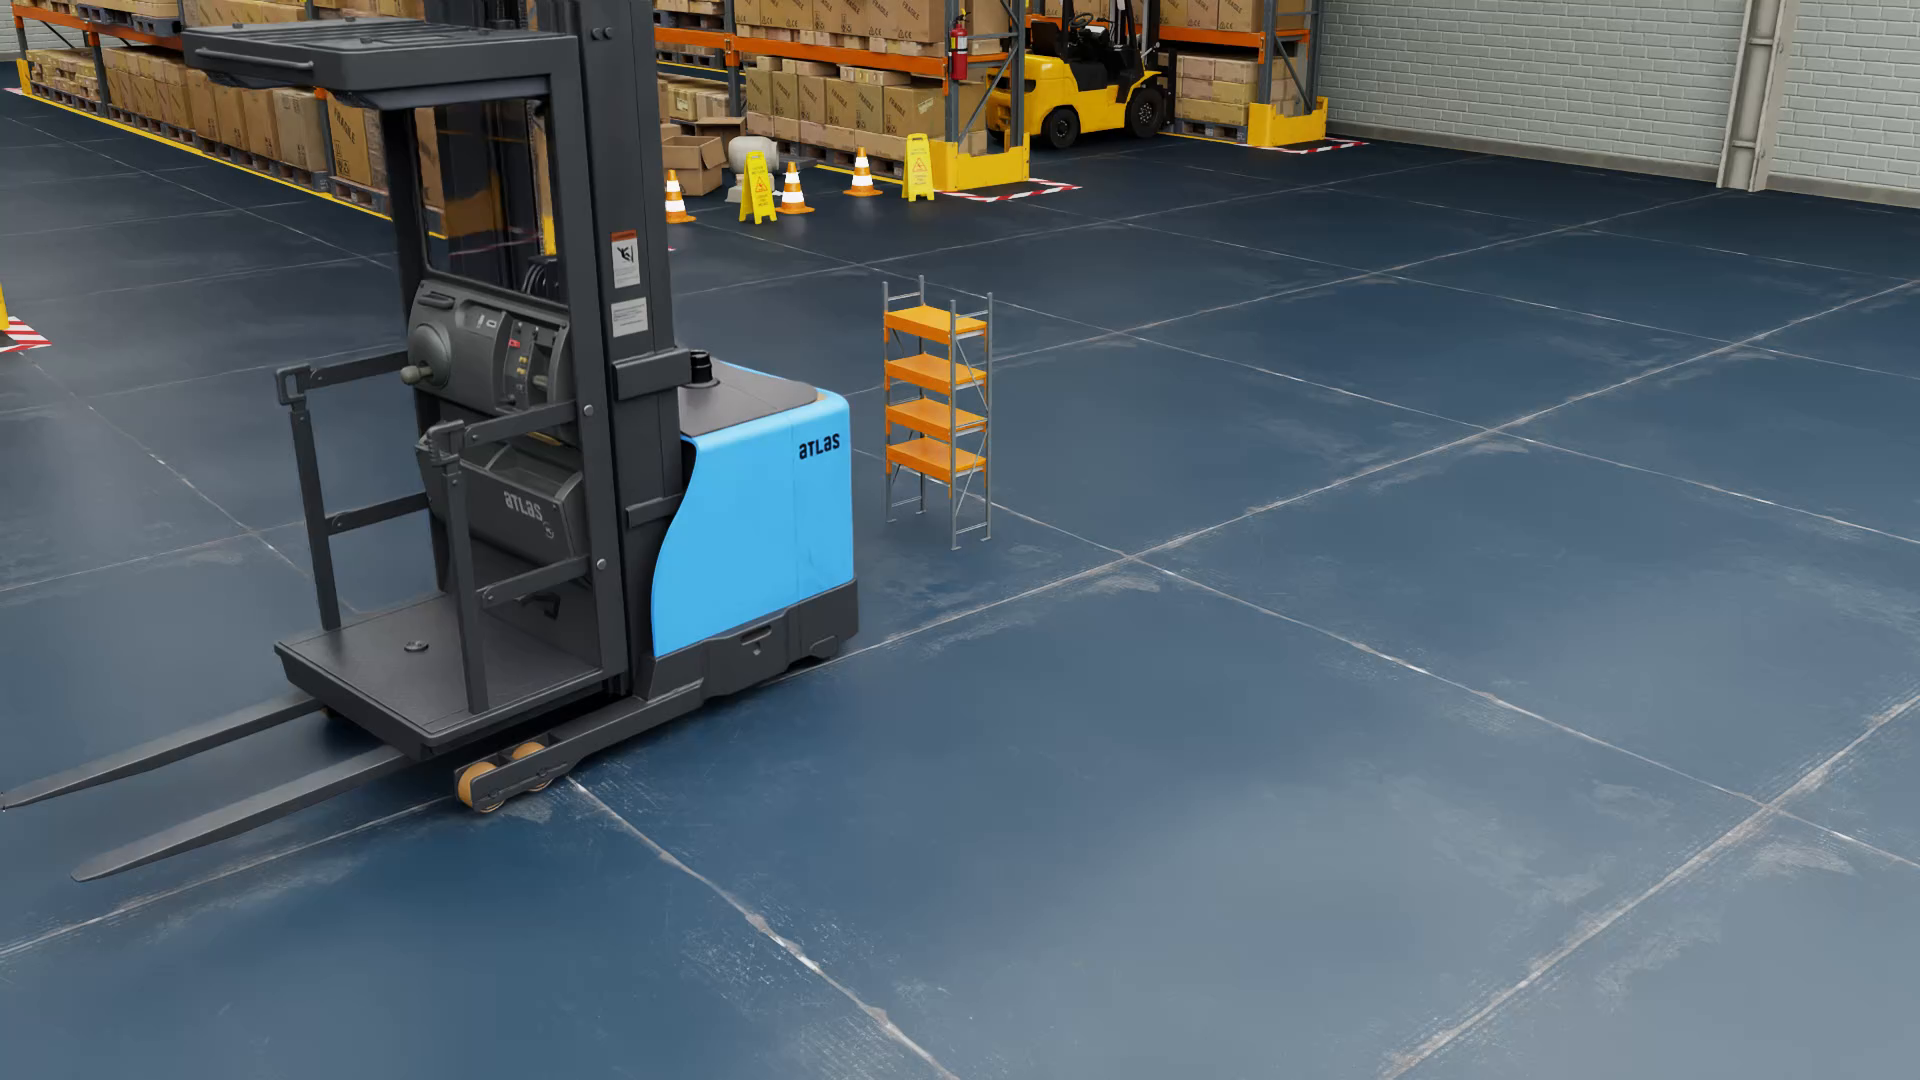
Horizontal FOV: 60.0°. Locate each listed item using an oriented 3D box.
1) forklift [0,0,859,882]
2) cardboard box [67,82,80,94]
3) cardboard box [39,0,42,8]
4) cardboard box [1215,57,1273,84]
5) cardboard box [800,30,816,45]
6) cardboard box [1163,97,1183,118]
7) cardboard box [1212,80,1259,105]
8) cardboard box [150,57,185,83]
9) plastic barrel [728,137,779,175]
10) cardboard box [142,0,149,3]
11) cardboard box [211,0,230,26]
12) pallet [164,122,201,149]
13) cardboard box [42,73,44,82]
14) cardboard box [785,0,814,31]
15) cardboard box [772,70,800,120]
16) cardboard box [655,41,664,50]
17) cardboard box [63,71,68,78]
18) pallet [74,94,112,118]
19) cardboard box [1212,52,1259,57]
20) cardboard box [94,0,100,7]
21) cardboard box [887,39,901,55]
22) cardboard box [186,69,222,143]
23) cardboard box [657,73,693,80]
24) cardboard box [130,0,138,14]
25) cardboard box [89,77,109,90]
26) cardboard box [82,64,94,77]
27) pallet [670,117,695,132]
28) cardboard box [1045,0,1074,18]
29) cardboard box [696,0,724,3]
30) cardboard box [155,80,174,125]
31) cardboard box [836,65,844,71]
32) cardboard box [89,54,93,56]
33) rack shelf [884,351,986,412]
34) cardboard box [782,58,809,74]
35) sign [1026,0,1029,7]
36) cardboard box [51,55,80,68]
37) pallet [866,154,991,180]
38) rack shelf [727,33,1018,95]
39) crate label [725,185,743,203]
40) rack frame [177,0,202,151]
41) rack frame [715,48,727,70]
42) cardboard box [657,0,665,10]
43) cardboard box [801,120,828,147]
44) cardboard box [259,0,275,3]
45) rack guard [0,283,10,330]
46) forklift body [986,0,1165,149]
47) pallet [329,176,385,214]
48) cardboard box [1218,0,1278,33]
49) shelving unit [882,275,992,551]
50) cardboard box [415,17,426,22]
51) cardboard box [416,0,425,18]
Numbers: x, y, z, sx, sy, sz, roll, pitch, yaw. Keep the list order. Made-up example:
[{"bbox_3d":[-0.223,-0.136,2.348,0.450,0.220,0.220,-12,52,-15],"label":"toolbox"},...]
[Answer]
[{"bbox_3d":[-1.785,-0.652,5.629,1.130,2.935,3.031,19,28,39],"label":"forklift"},{"bbox_3d":[-12.445,-6.436,23.638,0.380,0.149,0.250,-18,27,-38],"label":"cardboard box"},{"bbox_3d":[-13.139,-7.808,24.152,0.380,0.149,0.250,-18,28,-38],"label":"cardboard box"},{"bbox_3d":[3.483,-5.762,20.407,0.500,0.250,0.500,-16,27,-36],"label":"cardboard box"},{"bbox_3d":[-1.559,-5.615,18.552,0.380,0.149,0.250,-17,27,-37],"label":"cardboard box"},{"bbox_3d":[2.836,-5.579,21.308,0.500,0.250,0.500,-17,27,-37],"label":"cardboard box"},{"bbox_3d":[3.465,-5.537,20.516,0.500,0.250,0.500,-18,28,-38],"label":"cardboard box"},{"bbox_3d":[-9.627,-5.794,20.488,0.500,0.250,0.500,-17,27,-37],"label":"cardboard box"},{"bbox_3d":[-2.234,-4.157,18.016,0.512,0.421,0.421,0,21,-1],"label":"plastic barrel"},{"bbox_3d":[-9.487,-6.469,19.747,0.380,0.149,0.250,-16,27,-35],"label":"cardboard box"},{"bbox_3d":[-7.893,-5.729,18.361,0.500,0.500,0.500,-17,27,-37],"label":"cardboard box"},{"bbox_3d":[-9.154,-5.068,20.634,1.003,0.211,1.213,-17,27,-37],"label":"pallet"},{"bbox_3d":[-13.534,-6.955,24.961,0.380,0.149,0.250,-18,27,-38],"label":"cardboard box"},{"bbox_3d":[-1.610,-5.973,18.577,0.500,0.500,0.500,-18,28,-38],"label":"cardboard box"},{"bbox_3d":[-1.811,-5.143,19.169,0.500,0.500,0.500,-16,27,-35],"label":"cardboard box"},{"bbox_3d":[-5.299,-9.174,30.145,0.500,0.500,0.500,-17,27,-36],"label":"cardboard box"},{"bbox_3d":[-12.817,-6.813,24.191,0.380,0.149,0.250,-16,26,-35],"label":"cardboard box"},{"bbox_3d":[-11.721,-6.134,23.355,1.003,0.211,1.213,-17,27,-37],"label":"pallet"},{"bbox_3d":[3.520,-6.025,21.076,0.500,0.250,0.500,-17,27,-37],"label":"cardboard box"},{"bbox_3d":[-10.838,-6.901,21.258,0.380,0.149,0.250,-17,27,-37],"label":"cardboard box"},{"bbox_3d":[-0.545,-5.201,17.494,0.380,0.149,0.250,-18,28,-38],"label":"cardboard box"},{"bbox_3d":[-8.315,-5.108,19.422,1.050,0.750,0.750,-18,28,-38],"label":"cardboard box"},{"bbox_3d":[-4.111,-5.968,22.135,0.950,0.372,0.625,-18,28,-38],"label":"cardboard box"},{"bbox_3d":[-9.804,-6.465,20.146,0.380,0.149,0.250,-18,28,-38],"label":"cardboard box"},{"bbox_3d":[-11.702,-6.273,22.813,0.380,0.149,0.250,-17,27,-36],"label":"cardboard box"},{"bbox_3d":[-11.882,-6.498,22.978,0.380,0.149,0.250,-17,27,-37],"label":"cardboard box"},{"bbox_3d":[-3.659,-5.505,21.749,1.003,0.211,1.213,-17,27,-37],"label":"pallet"},{"bbox_3d":[1.500,-7.296,22.361,0.500,0.500,0.500,-18,28,-39],"label":"cardboard box"},{"bbox_3d":[-2.825,-6.705,19.869,0.500,0.500,0.500,-18,28,-38],"label":"cardboard box"},{"bbox_3d":[-9.608,-5.446,20.626,0.500,0.500,0.500,-16,27,-35],"label":"cardboard box"},{"bbox_3d":[-1.427,-5.276,19.507,0.500,0.500,0.500,-17,27,-36],"label":"cardboard box"},{"bbox_3d":[-12.517,-7.048,24.384,0.380,0.149,0.250,-19,28,-39],"label":"cardboard box"},{"bbox_3d":[-0.108,-0.750,7.825,0.258,0.148,0.480,-17,27,-37],"label":"rack shelf"},{"bbox_3d":[-1.796,-5.400,18.935,0.380,0.149,0.250,-16,27,-35],"label":"cardboard box"},{"bbox_3d":[0.672,-5.678,17.182,0.100,0.325,0.005,-17,27,-37],"label":"sign"},{"bbox_3d":[-12.908,-6.921,24.059,0.380,0.149,0.250,-17,27,-37],"label":"cardboard box"},{"bbox_3d":[-0.292,-4.102,18.166,1.003,0.211,1.213,-17,27,-37],"label":"pallet"},{"bbox_3d":[-1.044,-5.364,18.552,1.077,0.370,4.000,-17,27,-37],"label":"rack shelf"},{"bbox_3d":[-2.176,-3.469,16.653,0.298,0.136,0.250,7,23,18],"label":"crate label"},{"bbox_3d":[-8.645,-6.150,19.573,1.000,3.000,0.127,-17,27,-37],"label":"rack frame"},{"bbox_3d":[-3.814,-9.644,28.494,1.000,3.000,0.127,-17,27,-37],"label":"rack frame"},{"bbox_3d":[-3.550,-6.692,20.724,0.380,0.149,0.250,-17,27,-37],"label":"cardboard box"},{"bbox_3d":[-1.464,-4.648,18.934,0.500,0.250,0.500,-18,28,-38],"label":"cardboard box"},{"bbox_3d":[-7.029,-5.974,17.616,0.700,0.500,0.500,-17,27,-37],"label":"cardboard box"},{"bbox_3d":[-7.296,-1.644,11.496,1.175,0.500,0.348,-17,27,-37],"label":"rack guard"},{"bbox_3d":[1.400,-6.023,20.413,2.313,2.155,1.214,-17,27,-37],"label":"forklift body"},{"bbox_3d":[-5.596,-3.518,16.676,1.003,0.211,1.213,-17,27,-37],"label":"pallet"},{"bbox_3d":[3.499,-6.449,20.199,0.500,0.500,0.500,-18,28,-39],"label":"cardboard box"},{"bbox_3d":[-0.108,-0.604,7.882,0.258,1.200,0.503,-17,27,-37],"label":"shelving unit"},{"bbox_3d":[-4.345,-4.433,14.983,0.875,0.550,0.550,-17,27,-37],"label":"cardboard box"},{"bbox_3d":[-4.327,-4.941,14.800,0.875,0.550,0.550,-17,27,-37],"label":"cardboard box"}]
